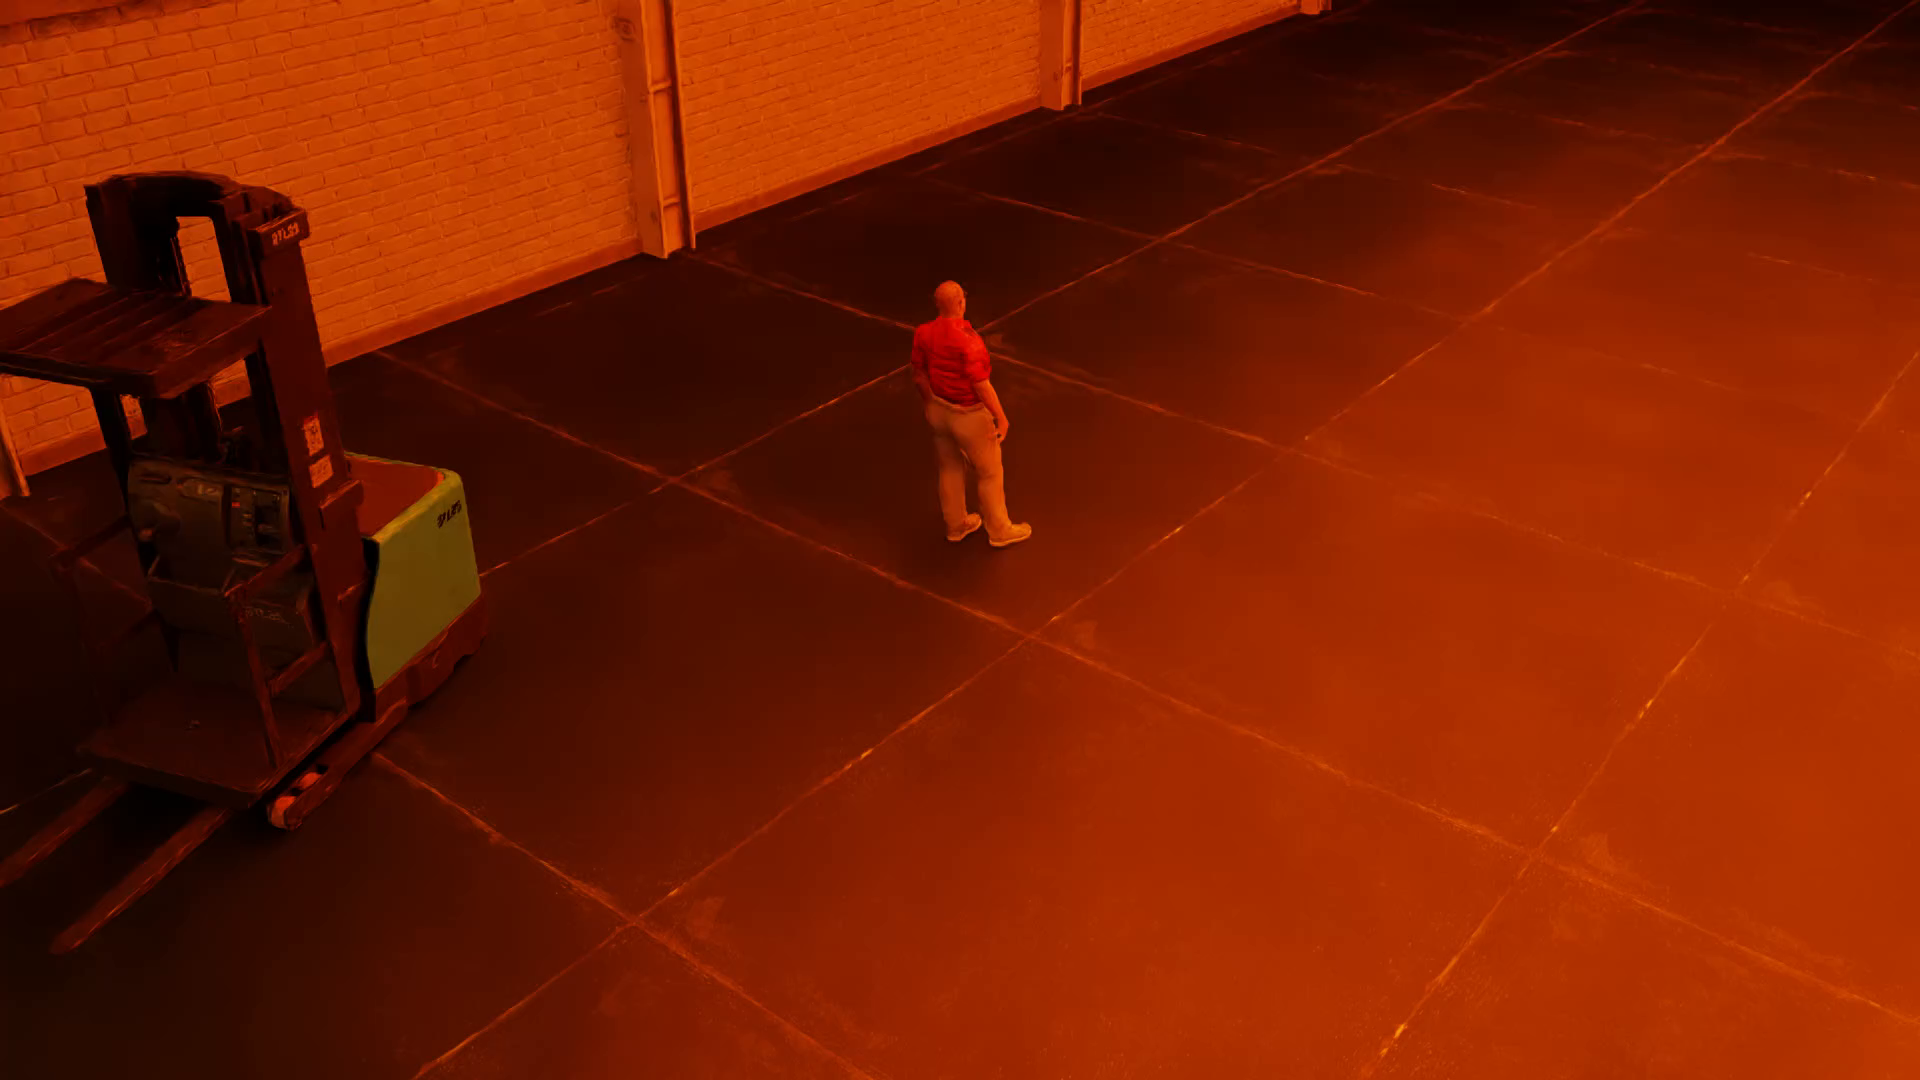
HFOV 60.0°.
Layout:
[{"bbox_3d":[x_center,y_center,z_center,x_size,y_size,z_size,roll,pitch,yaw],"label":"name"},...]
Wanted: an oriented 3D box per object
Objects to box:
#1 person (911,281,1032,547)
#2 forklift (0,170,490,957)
[{"bbox_3d":[0.066,-0.784,10.114,0.640,1.727,0.550,22,37,33],"label":"person"},{"bbox_3d":[-3.640,-0.087,7.744,1.130,2.935,3.031,10,32,16],"label":"forklift"}]
